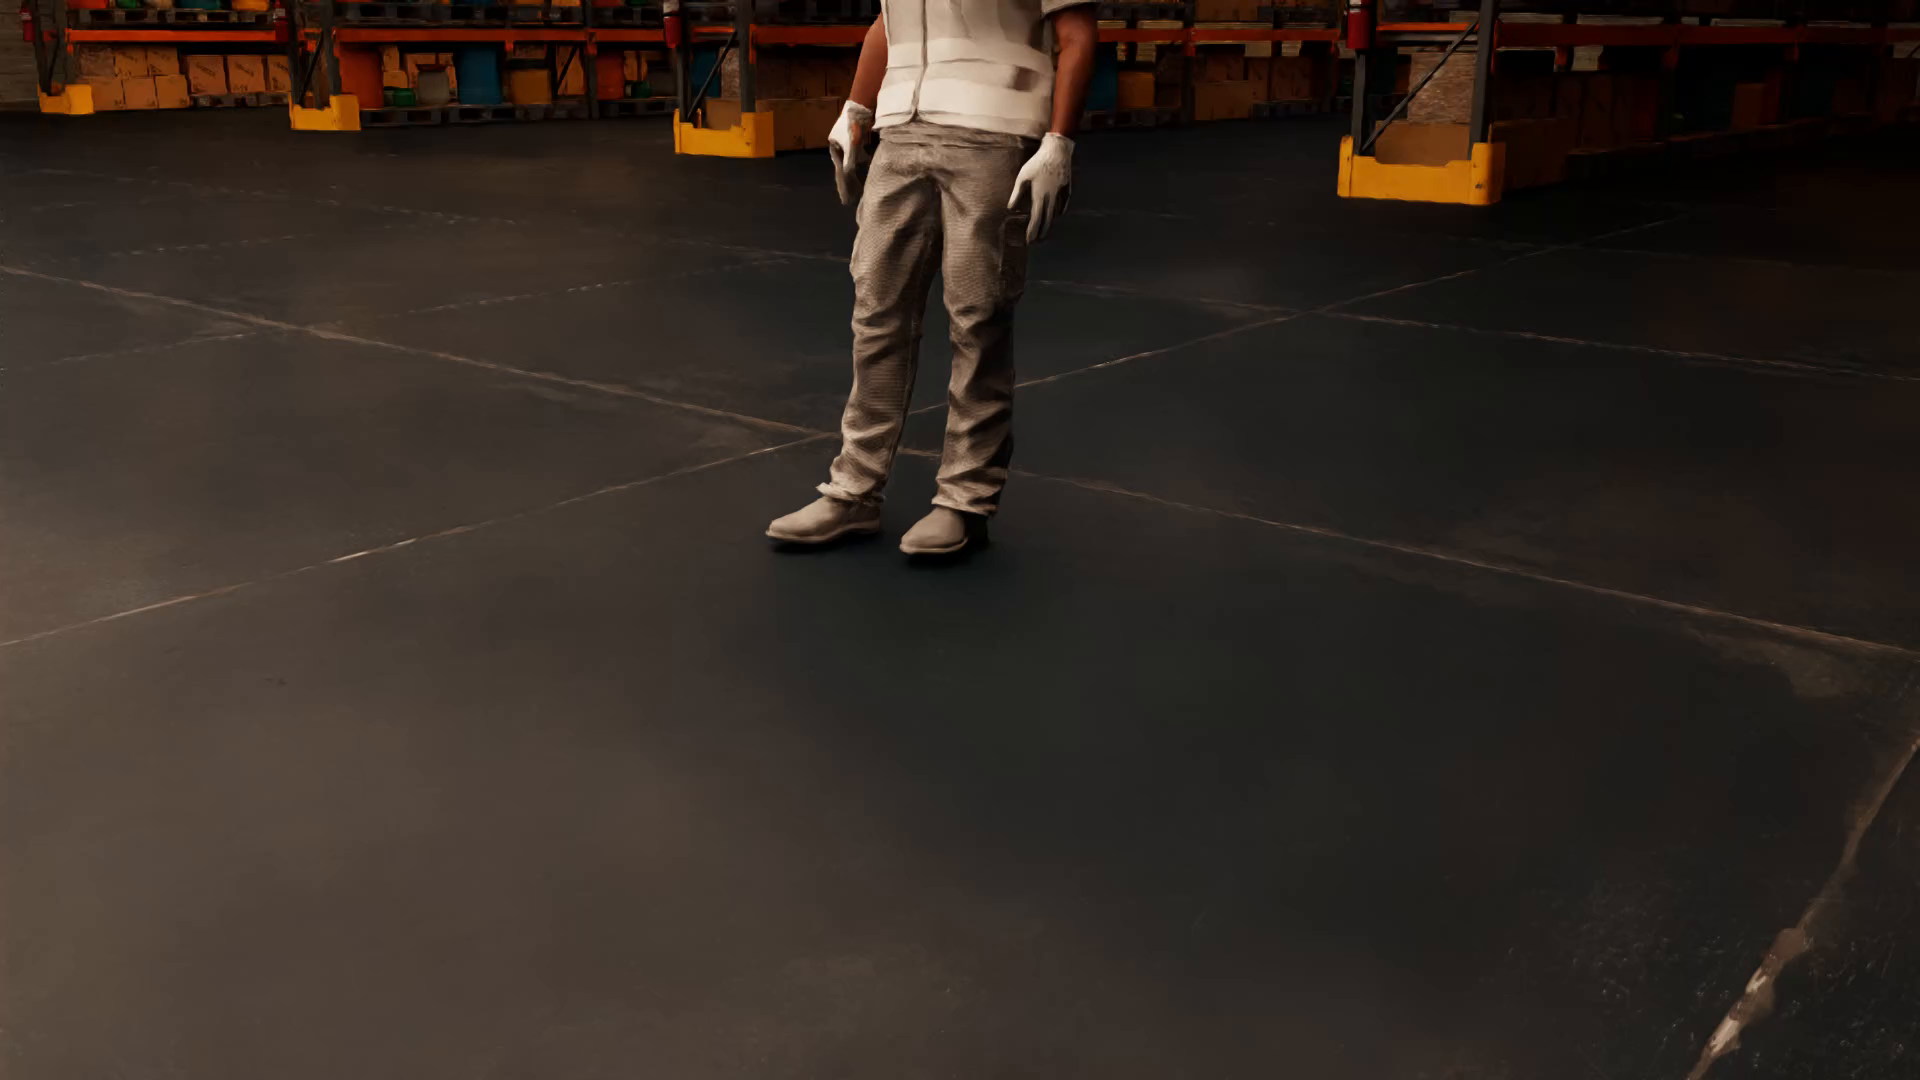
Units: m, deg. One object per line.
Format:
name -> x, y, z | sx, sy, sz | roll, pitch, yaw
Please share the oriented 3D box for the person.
person -> -0.052, -0.845, 3.632 | 0.655, 1.782, 0.576 | 13, 21, 37
